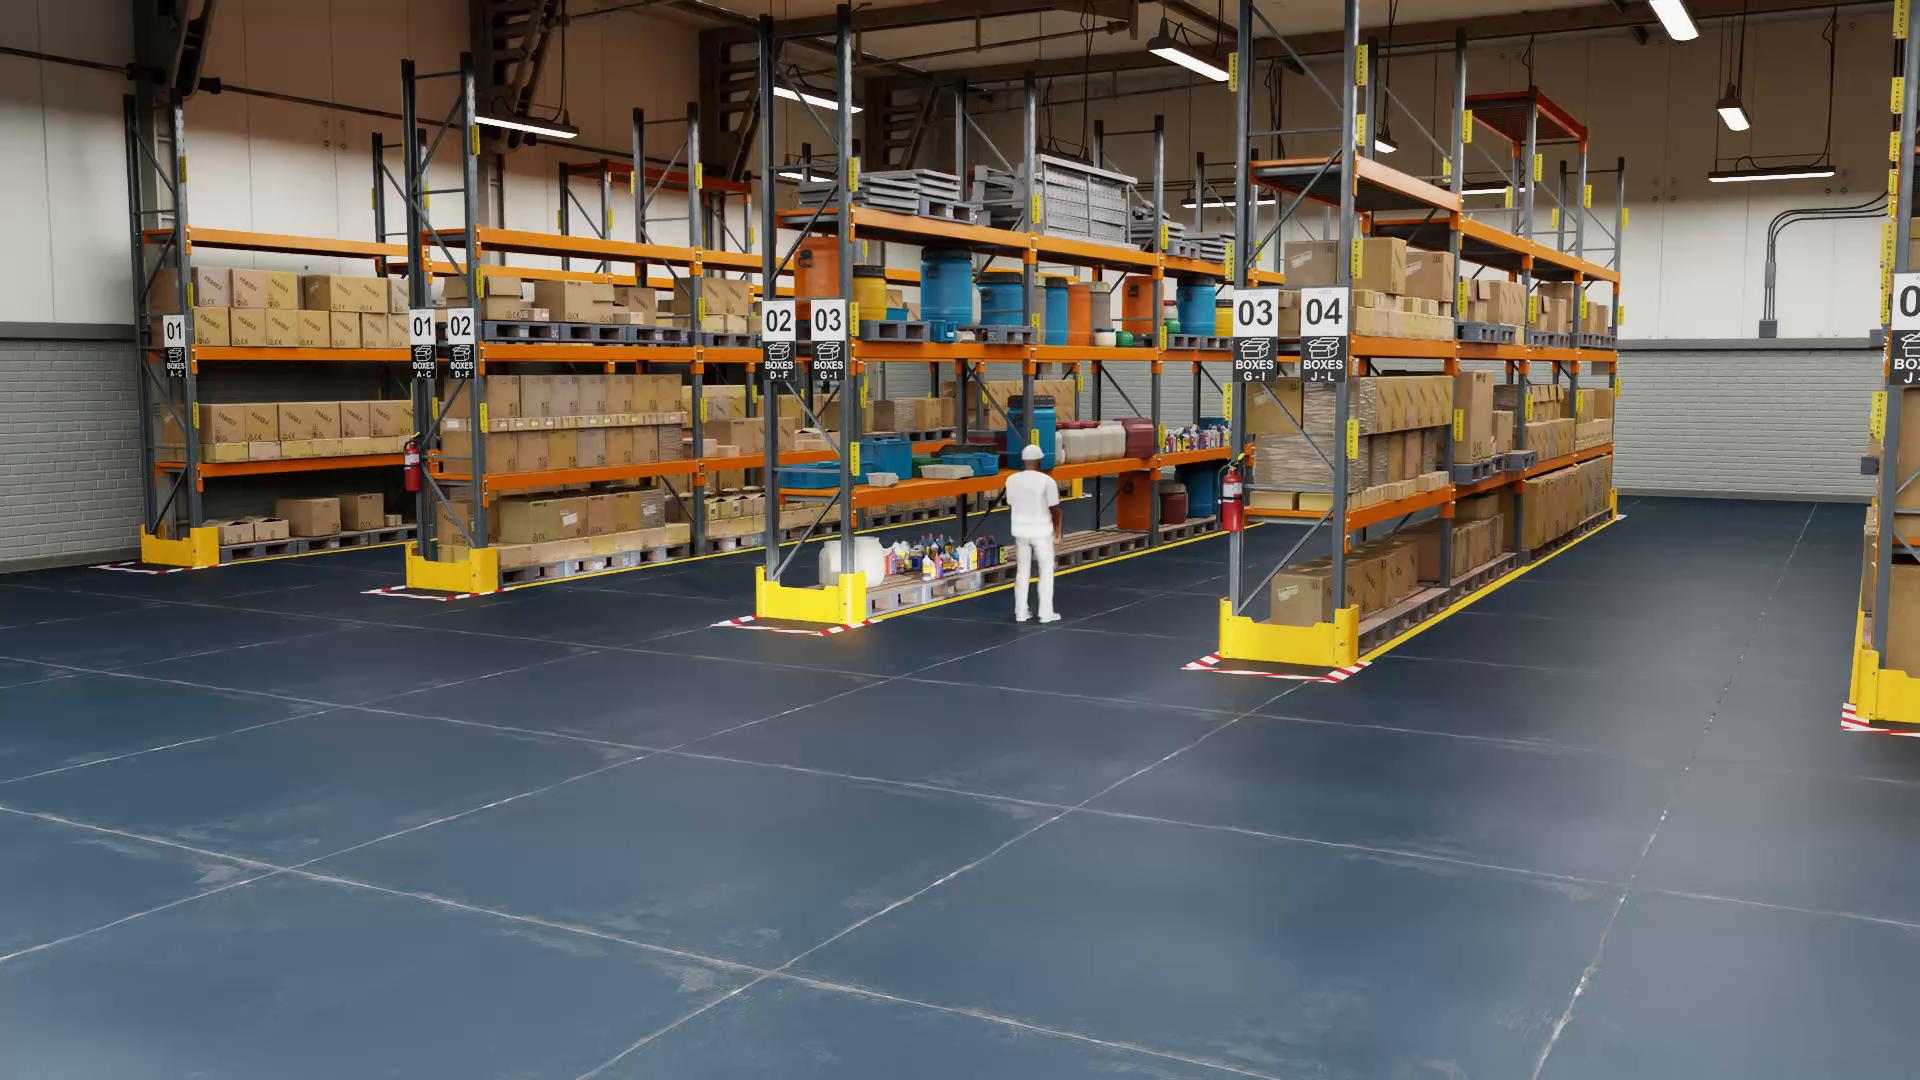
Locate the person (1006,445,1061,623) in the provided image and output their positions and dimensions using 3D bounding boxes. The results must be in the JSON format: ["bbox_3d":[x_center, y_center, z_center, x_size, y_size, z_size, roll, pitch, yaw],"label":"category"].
[{"bbox_3d":[0.758,-0.071,16.702,0.562,1.768,0.509,3,7,28],"label":"person"}]
